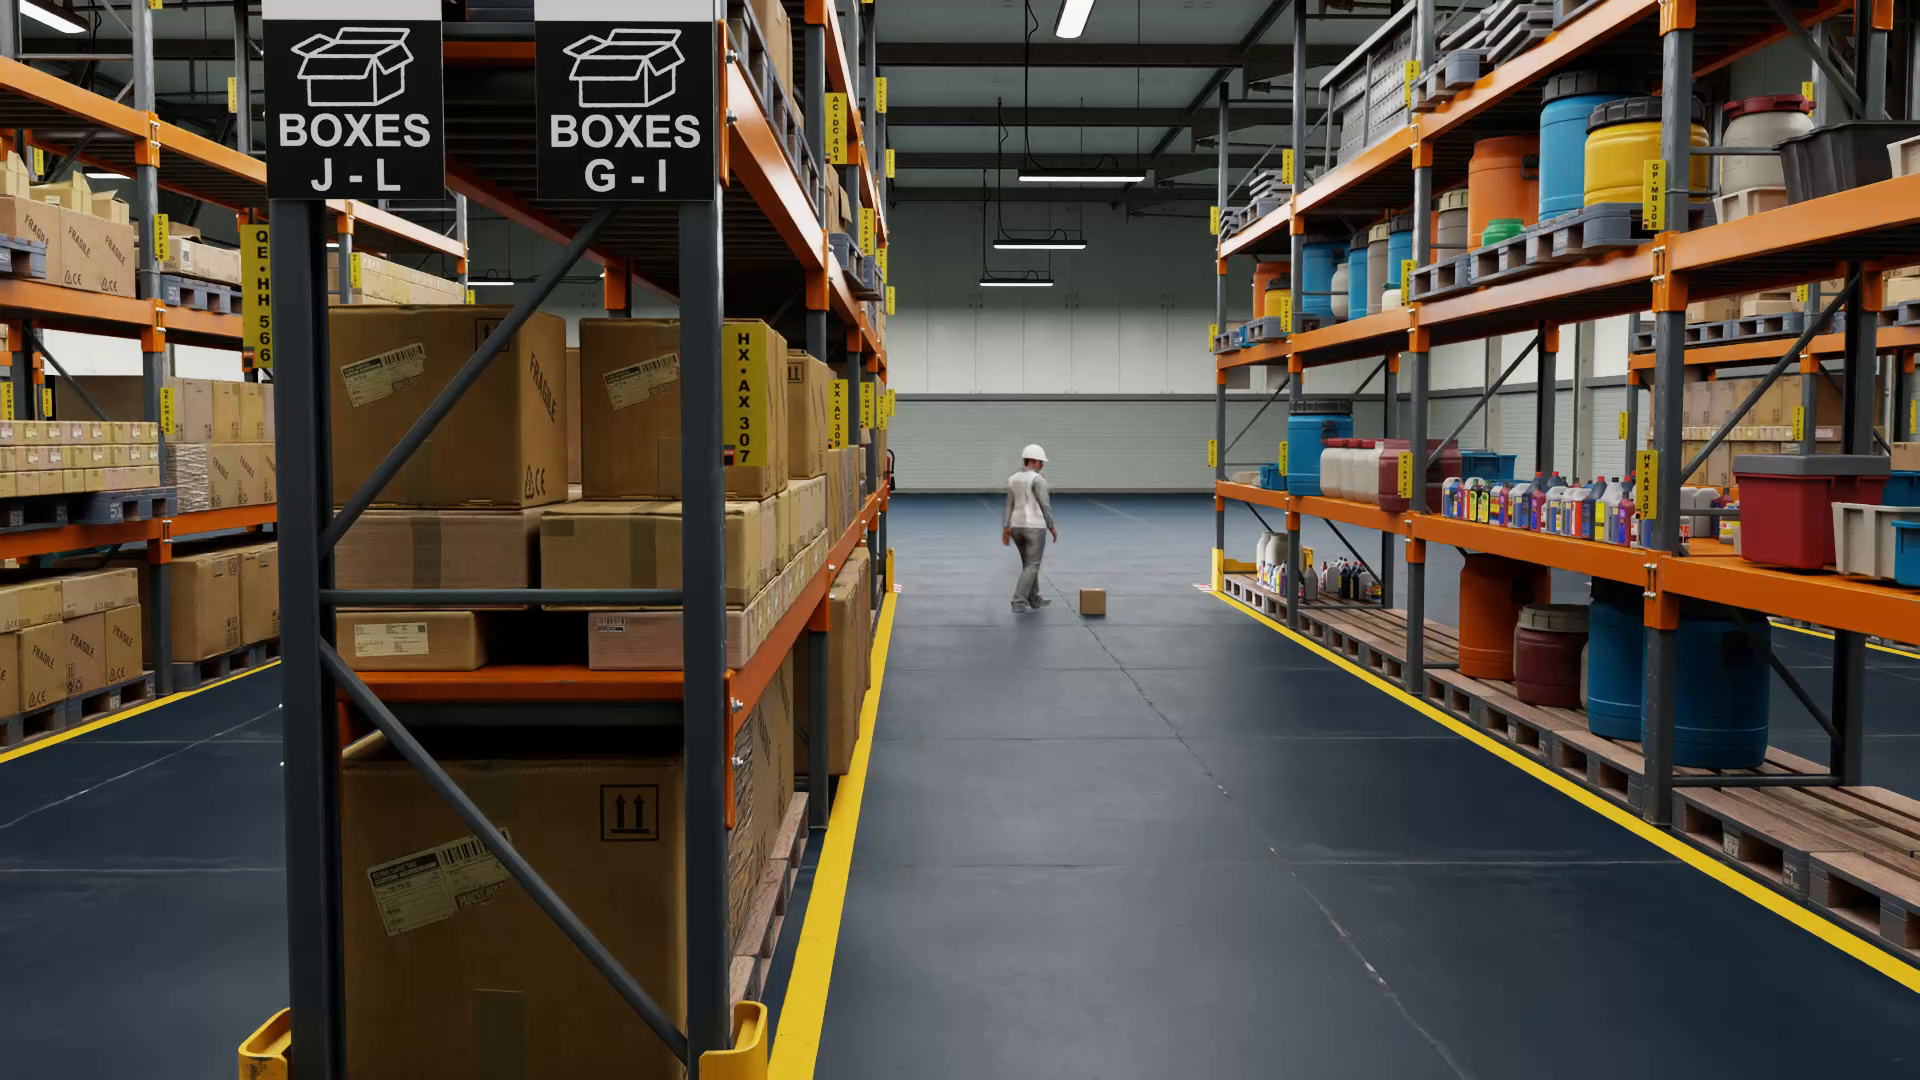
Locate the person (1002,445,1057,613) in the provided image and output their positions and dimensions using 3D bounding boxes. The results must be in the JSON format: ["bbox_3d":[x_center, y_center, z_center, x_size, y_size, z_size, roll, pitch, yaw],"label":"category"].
[{"bbox_3d":[0.783,-0.122,17.290,0.863,1.736,0.561,-3,5,-41],"label":"person"}]
